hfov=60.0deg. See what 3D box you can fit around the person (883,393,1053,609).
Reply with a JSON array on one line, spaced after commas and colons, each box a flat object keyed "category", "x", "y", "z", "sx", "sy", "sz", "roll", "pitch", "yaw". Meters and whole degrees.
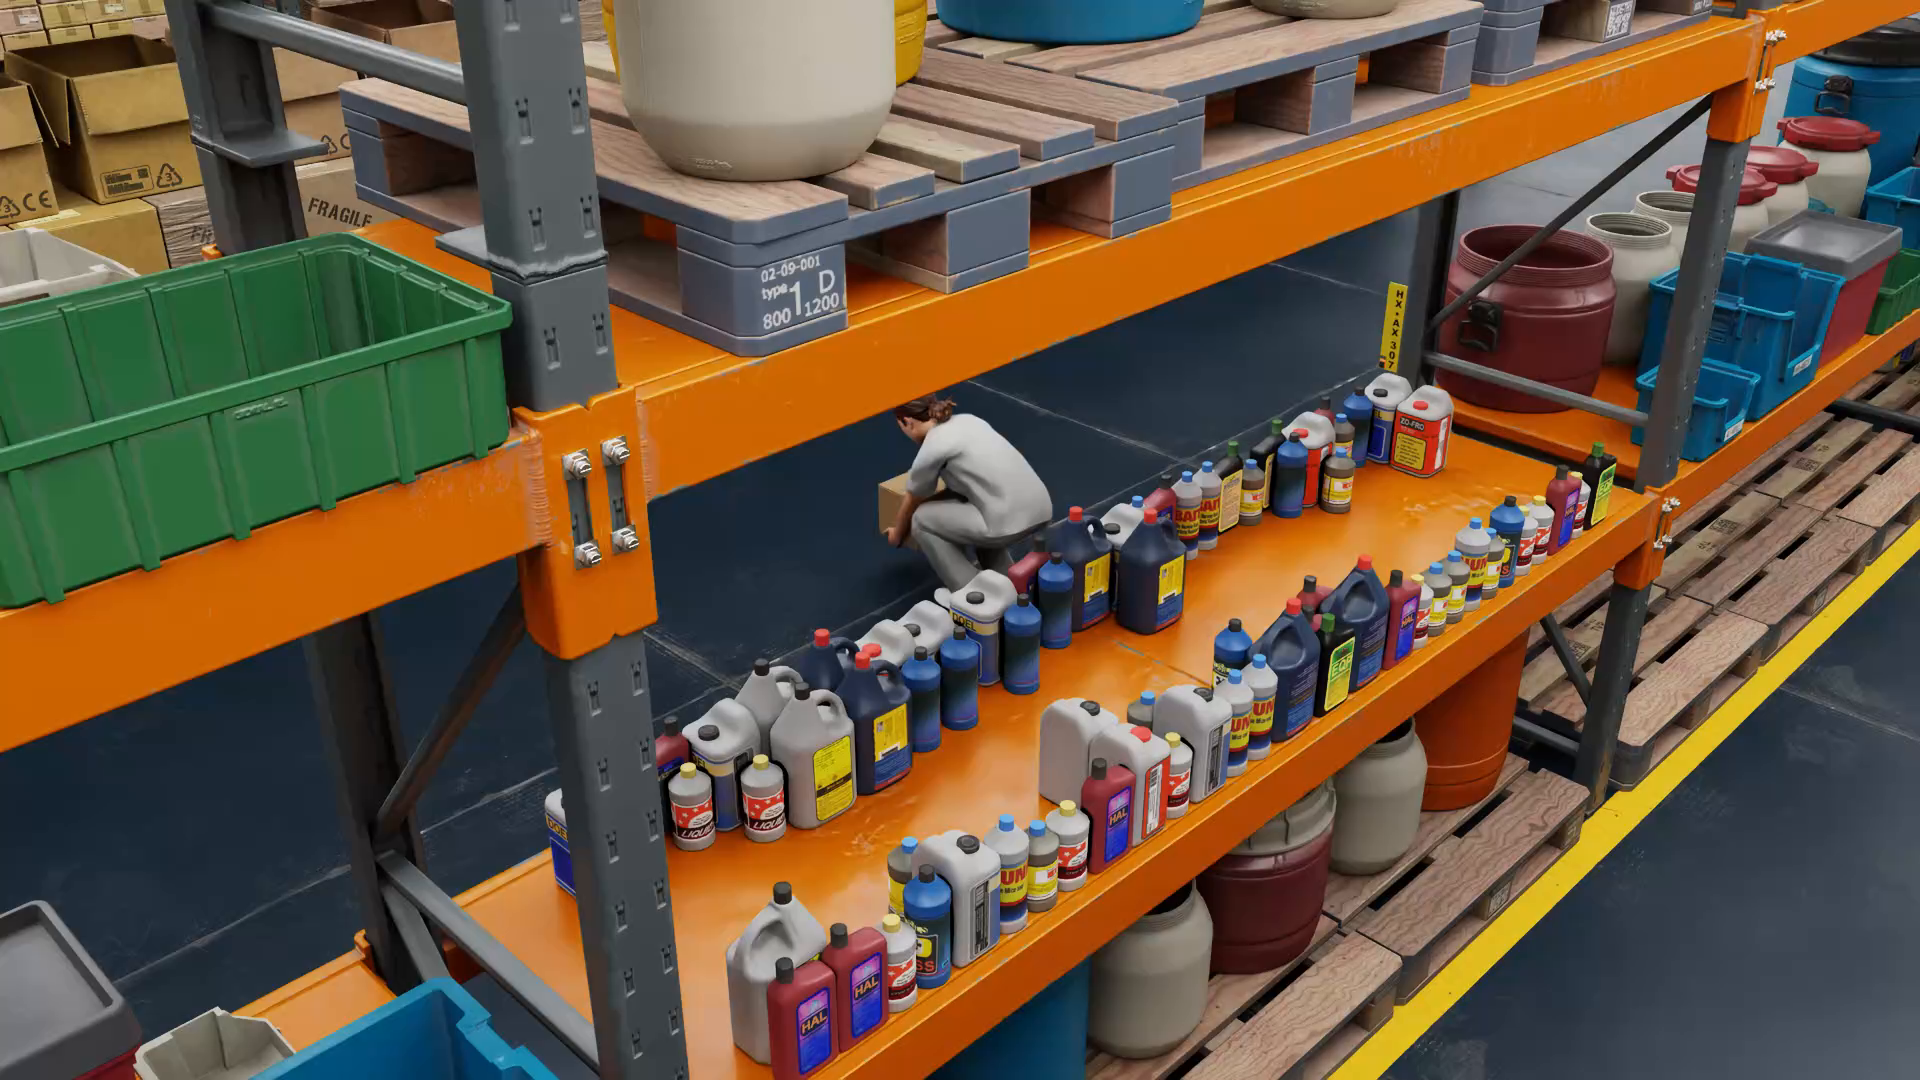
[{"category": "person", "x": 0.029, "y": -0.169, "z": 7.217, "sx": 0.794, "sy": 0.958, "sz": 0.455, "roll": 24, "pitch": 36, "yaw": 37}]
